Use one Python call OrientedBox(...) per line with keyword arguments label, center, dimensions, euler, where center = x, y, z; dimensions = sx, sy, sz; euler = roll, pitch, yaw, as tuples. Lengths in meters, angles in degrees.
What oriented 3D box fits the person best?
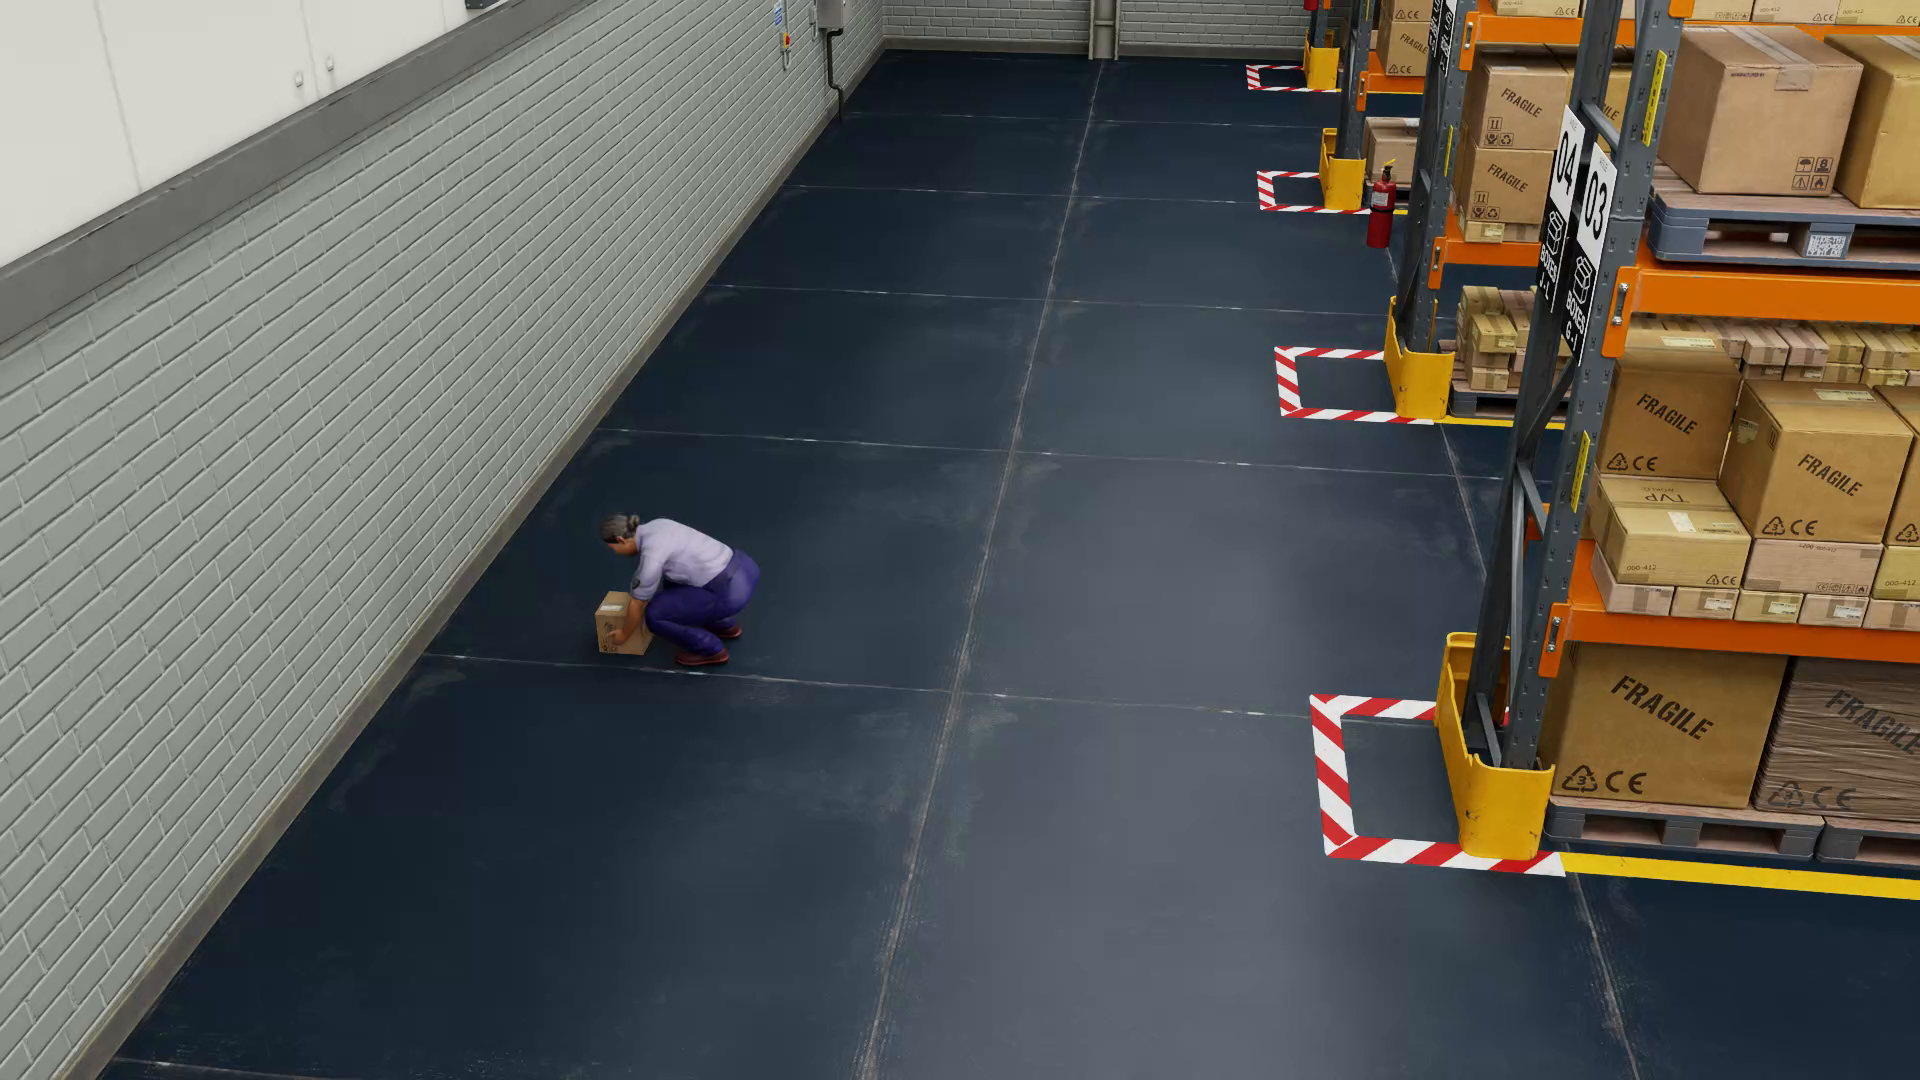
OrientedBox(label="person", center=(-1.518, 0.232, 9.066), dimensions=(0.824, 0.843, 0.523), euler=(3, 29, 6))
